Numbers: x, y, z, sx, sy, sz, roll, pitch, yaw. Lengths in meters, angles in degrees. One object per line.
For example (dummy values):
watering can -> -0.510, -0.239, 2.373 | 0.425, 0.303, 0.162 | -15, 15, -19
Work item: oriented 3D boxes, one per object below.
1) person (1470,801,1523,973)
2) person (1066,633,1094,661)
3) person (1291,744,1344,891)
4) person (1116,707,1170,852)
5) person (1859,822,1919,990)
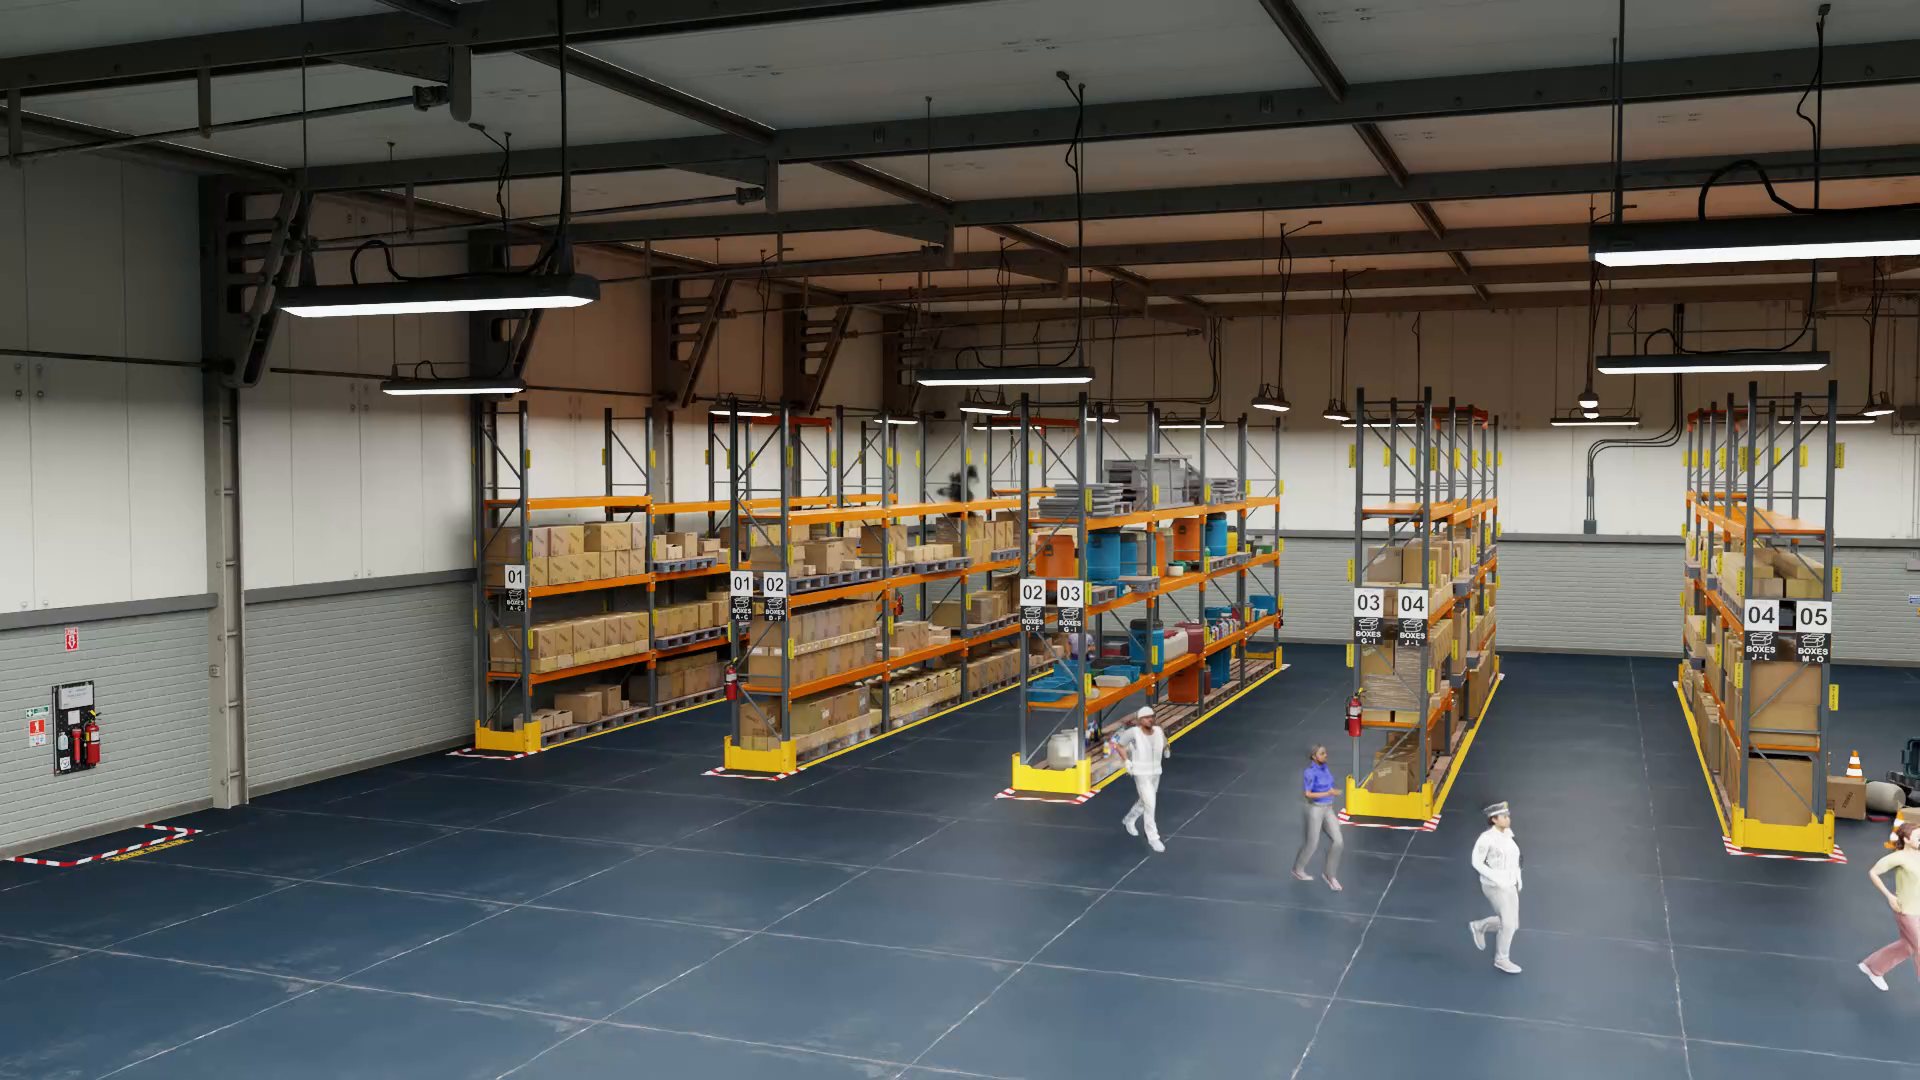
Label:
person -> 5.261, 3.374, 16.350 | 0.642, 1.653, 0.600 | -2, 3, -37
person -> 2.485, 2.503, 34.614 | 0.586, 1.596, 0.622 | 0, 3, 6
person -> 4.193, 3.240, 19.405 | 0.556, 1.699, 0.714 | -2, 3, -37
person -> 2.423, 3.052, 21.588 | 0.662, 1.804, 0.924 | -2, 3, -31
person -> 8.667, 3.400, 15.163 | 0.573, 1.658, 0.966 | -2, 3, -32
